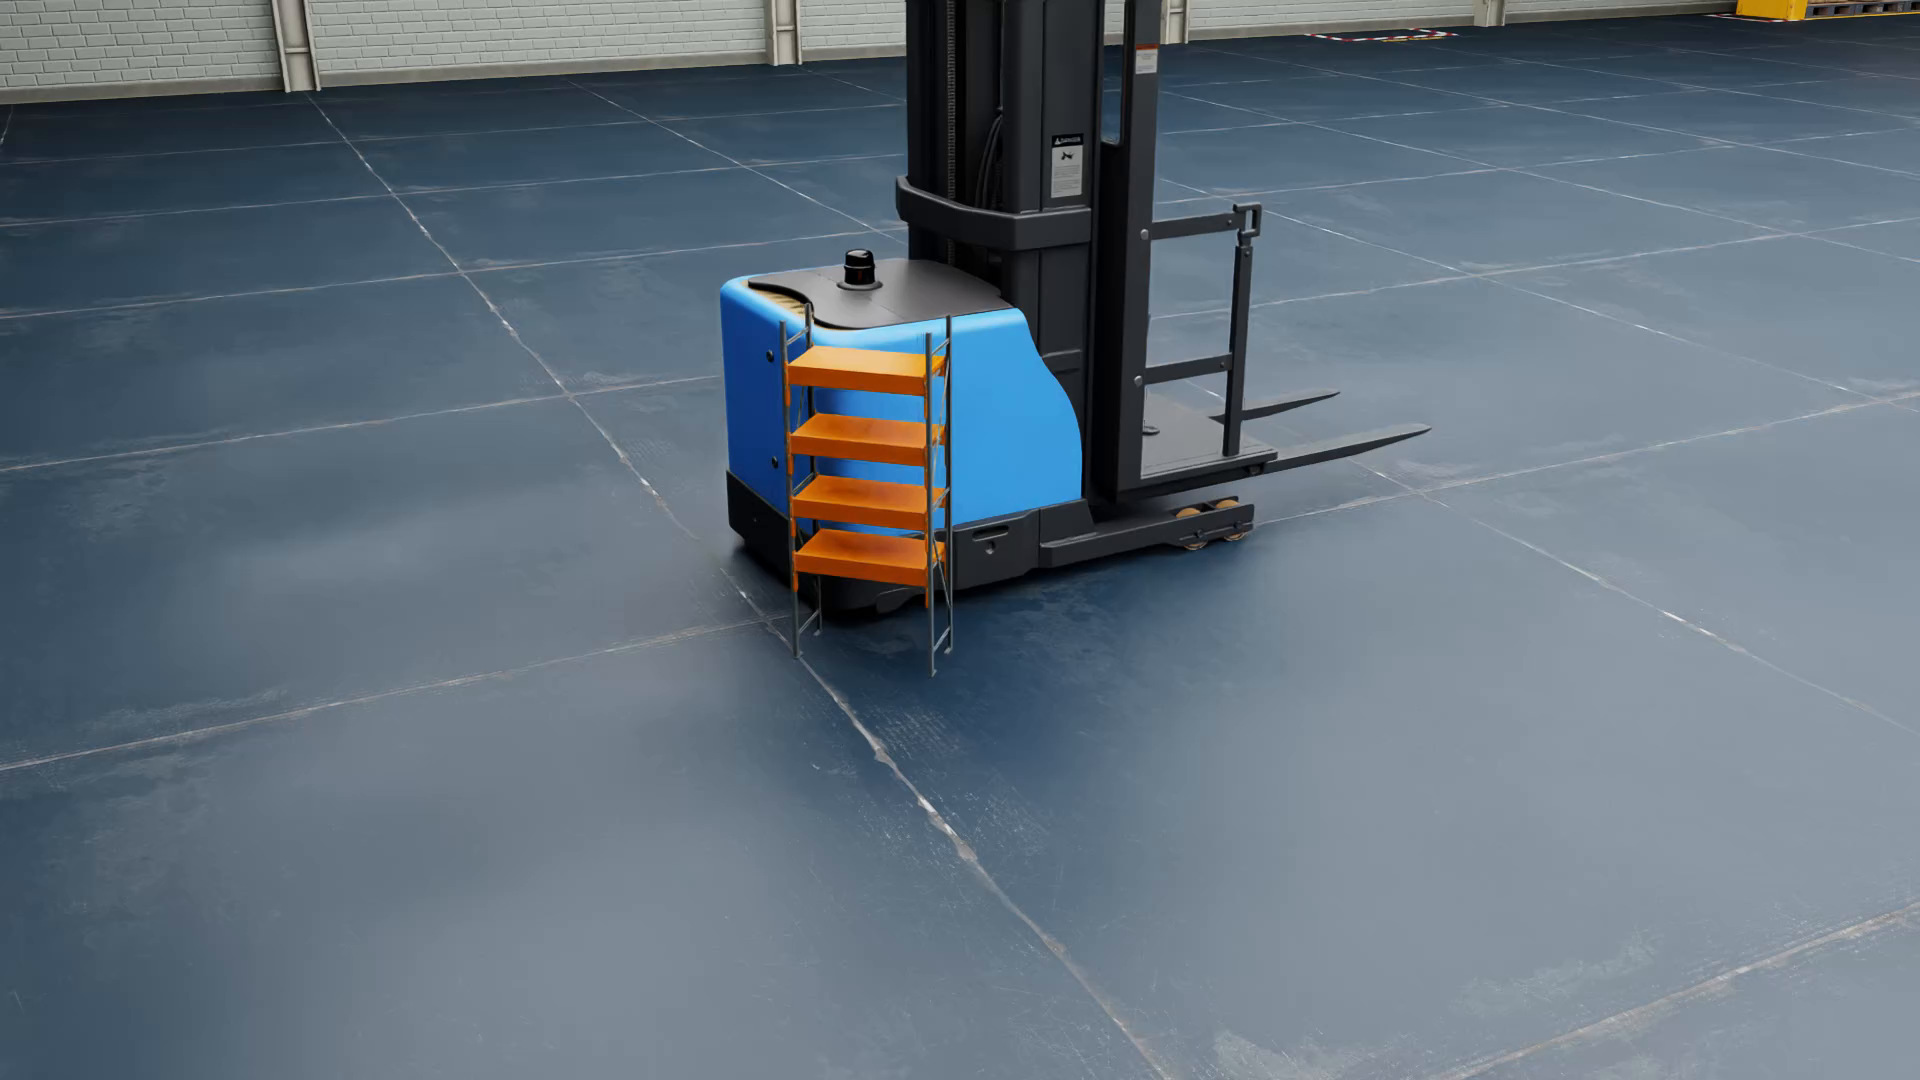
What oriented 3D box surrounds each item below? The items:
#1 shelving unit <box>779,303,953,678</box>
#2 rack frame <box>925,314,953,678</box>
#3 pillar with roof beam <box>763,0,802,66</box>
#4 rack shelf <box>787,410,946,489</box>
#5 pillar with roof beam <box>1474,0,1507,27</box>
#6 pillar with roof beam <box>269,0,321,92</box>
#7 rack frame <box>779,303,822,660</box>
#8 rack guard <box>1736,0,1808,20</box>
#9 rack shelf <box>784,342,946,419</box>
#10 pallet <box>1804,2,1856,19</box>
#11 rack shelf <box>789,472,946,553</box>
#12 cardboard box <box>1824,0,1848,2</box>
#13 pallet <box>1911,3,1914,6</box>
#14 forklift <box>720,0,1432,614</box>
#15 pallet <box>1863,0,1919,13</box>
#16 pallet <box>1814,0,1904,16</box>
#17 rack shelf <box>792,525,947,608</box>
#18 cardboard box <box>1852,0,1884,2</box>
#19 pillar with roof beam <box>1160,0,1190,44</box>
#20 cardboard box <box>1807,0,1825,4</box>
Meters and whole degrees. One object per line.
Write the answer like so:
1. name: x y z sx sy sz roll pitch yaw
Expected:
1. shelving unit: -0.301 -0.159 5.565 0.503 1.200 0.258 6 23 15
2. rack frame: -0.067 -0.132 5.501 0.015 1.200 0.240 6 23 15
3. pillar with roof beam: -0.452 -8.956 16.621 0.400 9.000 9.100 -10 25 -24
4. rack shelf: -0.301 -0.303 5.505 0.480 0.148 0.258 6 23 15
5. pillar with roof beam: 10.361 -10.947 21.430 0.400 9.000 9.100 -10 25 -24
6. pillar with roof beam: -5.858 -7.961 14.217 0.400 9.000 9.100 -10 25 -24
7. rack frame: -0.535 -0.185 5.629 0.015 1.200 0.240 6 23 15
8. rack guard: 13.713 -9.097 28.074 0.348 0.500 1.175 -10 25 -24
9. rack shelf: -0.301 -0.522 5.415 0.480 0.148 0.258 6 23 15
10. pallet: 14.461 -9.086 28.425 1.213 0.211 1.003 -10 25 -24
11. rack shelf: -0.301 -0.097 5.590 0.480 0.148 0.258 6 23 15
12. cardboard box: 14.821 -9.379 28.426 0.500 0.311 0.500 -8 24 -19
13. pallet: 17.950 -9.744 30.015 1.213 0.211 1.003 -10 25 -24
14. forklift: 0.609 -1.477 6.486 3.031 2.935 1.130 -12 25 -27
15. pallet: 16.659 -9.491 29.403 1.213 0.211 1.003 -10 25 -24
16. pallet: 15.558 -9.287 28.910 1.213 0.211 1.003 -10 25 -24
17. rack shelf: -0.301 0.087 5.666 0.480 0.148 0.258 6 23 15
18. cardboard box: 15.504 -9.571 28.642 0.500 0.500 0.700 -12 25 -27
19. pillar with roof beam: 4.955 -9.952 19.026 0.400 9.000 9.100 -10 25 -24
20. cardboard box: 14.307 -9.284 28.198 0.500 0.311 0.500 -14 26 -30
